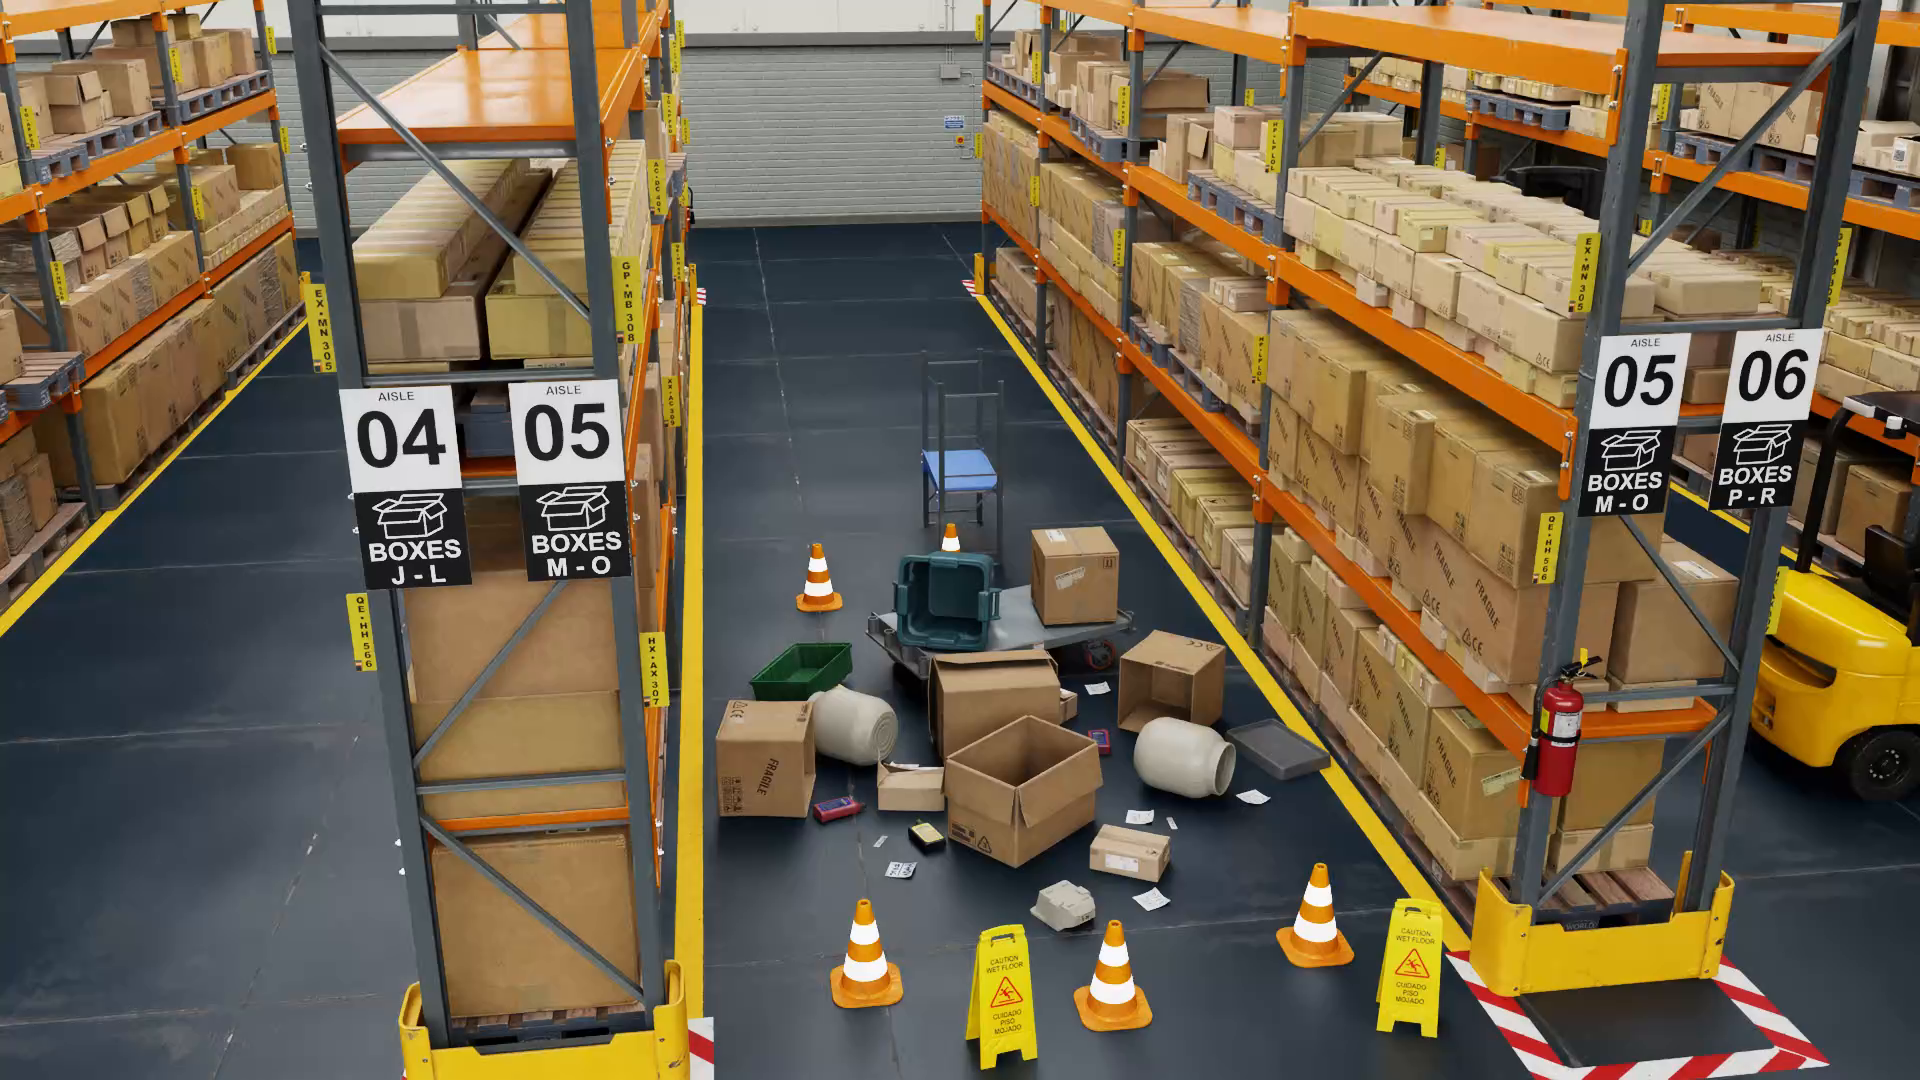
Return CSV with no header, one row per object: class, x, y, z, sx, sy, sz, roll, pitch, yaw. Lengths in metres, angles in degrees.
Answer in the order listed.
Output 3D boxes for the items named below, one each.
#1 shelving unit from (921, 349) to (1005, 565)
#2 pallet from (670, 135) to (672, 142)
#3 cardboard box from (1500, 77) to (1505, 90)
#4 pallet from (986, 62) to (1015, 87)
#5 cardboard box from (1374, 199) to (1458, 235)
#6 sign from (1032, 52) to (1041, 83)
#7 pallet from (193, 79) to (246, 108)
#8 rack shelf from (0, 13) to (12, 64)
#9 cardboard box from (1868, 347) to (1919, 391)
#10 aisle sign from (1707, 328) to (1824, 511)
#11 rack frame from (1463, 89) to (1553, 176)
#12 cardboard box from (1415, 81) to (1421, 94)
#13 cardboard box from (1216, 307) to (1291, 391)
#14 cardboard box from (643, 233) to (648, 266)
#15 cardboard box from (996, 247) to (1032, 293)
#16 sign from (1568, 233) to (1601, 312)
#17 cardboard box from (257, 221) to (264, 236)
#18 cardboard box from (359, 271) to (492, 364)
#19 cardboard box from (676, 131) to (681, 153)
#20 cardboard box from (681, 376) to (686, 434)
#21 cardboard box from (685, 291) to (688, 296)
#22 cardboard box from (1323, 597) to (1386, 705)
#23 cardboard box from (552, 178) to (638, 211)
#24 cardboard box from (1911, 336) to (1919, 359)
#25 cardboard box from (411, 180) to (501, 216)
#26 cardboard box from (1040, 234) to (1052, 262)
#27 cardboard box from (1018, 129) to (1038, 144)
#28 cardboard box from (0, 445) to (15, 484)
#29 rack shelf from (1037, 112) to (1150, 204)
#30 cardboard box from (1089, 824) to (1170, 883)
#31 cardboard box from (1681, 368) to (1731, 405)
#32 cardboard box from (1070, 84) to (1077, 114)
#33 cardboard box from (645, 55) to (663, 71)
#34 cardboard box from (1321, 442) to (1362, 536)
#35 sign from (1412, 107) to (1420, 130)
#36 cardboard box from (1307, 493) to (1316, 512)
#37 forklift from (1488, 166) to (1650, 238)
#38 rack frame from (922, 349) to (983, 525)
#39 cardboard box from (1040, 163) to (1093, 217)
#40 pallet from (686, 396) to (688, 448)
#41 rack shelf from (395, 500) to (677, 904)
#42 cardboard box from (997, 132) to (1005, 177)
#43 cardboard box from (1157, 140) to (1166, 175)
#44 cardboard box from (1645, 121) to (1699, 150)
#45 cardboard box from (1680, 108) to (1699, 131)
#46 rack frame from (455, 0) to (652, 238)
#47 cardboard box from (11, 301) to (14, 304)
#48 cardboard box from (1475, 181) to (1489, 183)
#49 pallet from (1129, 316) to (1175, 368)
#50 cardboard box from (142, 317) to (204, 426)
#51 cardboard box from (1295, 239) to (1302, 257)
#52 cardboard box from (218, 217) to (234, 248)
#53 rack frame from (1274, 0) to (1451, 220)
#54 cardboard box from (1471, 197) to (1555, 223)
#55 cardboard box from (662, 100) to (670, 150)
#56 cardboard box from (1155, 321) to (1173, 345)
shelving unit,0.012,-0.673,13.375,0.538,1.500,1.048,-3,21,-8
pallet,-3.371,-3.903,15.861,1.213,0.211,1.003,-3,21,-8
cardboard box,6.073,-4.934,17.968,0.380,0.149,0.250,-3,21,-7
pallet,0.917,-5.941,21.175,1.003,0.211,1.213,-3,21,-8
cardboard box,2.494,-1.766,9.090,0.380,0.149,0.250,-3,21,-9
sign,0.827,-5.105,17.957,0.100,0.325,0.005,-3,21,-8
pallet,-8.710,-5.018,18.704,1.003,0.211,1.213,-3,21,-8
rack shelf,-7.565,-3.158,10.909,1.077,0.370,4.000,-3,21,-8
cardboard box,7.117,-1.252,12.280,0.500,0.250,0.500,-3,21,-9
aisle sign,3.422,-0.506,7.068,0.394,0.787,0.004,-3,21,-8
rack frame,6.287,-3.700,19.337,1.000,3.000,0.127,-3,21,-8
cardboard box,5.798,-5.542,20.340,0.380,0.149,0.250,-3,21,-7
cardboard box,2.163,-1.382,11.961,0.500,0.500,0.500,-3,21,-7
cardboard box,-1.873,-1.550,8.908,0.380,0.149,0.250,-3,21,-8
cardboard box,0.994,-3.607,22.147,0.875,0.438,0.875,-4,21,-10
sign,2.554,-1.093,6.803,0.100,0.325,0.005,-3,21,-8
cardboard box,-8.443,-3.666,19.604,0.380,0.149,0.250,-3,21,-8
cardboard box,-2.125,-0.883,6.551,0.500,0.250,0.500,-3,21,-7
cardboard box,-3.536,-4.520,19.533,0.500,0.500,0.500,-4,21,-10
cardboard box,-2.856,-1.237,15.712,0.500,0.500,0.500,-3,21,-7
cardboard box,-3.562,-3.023,20.572,0.380,0.149,0.250,-3,21,-7
cardboard box,2.509,0.643,9.964,0.500,0.500,0.500,-2,21,-5
cardboard box,-1.767,-1.663,8.070,0.380,0.149,0.250,-3,21,-7
cardboard box,7.172,-1.388,12.076,0.380,0.149,0.250,-2,21,-6
cardboard box,-2.419,-1.629,7.980,0.380,0.149,0.250,-3,21,-8
cardboard box,1.178,-3.213,18.246,0.500,0.250,0.500,-3,21,-9
cardboard box,0.895,-4.804,19.793,0.380,0.149,0.250,-3,21,-9
cardboard box,-7.641,-0.537,12.738,0.500,0.250,0.500,-1,20,-2
rack shelf,1.664,-3.825,16.410,1.077,0.370,4.000,-3,21,-8
cardboard box,0.918,1.690,8.979,0.380,0.149,0.250,8,22,20
cardboard box,3.379,-0.713,7.409,0.380,0.149,0.250,-3,21,-8
cardboard box,1.293,-4.337,16.347,0.396,0.266,0.258,-1,21,-3
cardboard box,-3.310,-5.033,17.547,0.380,0.149,0.250,-3,21,-9
cardboard box,2.472,-0.352,9.802,0.500,0.500,0.500,-3,21,-8
sign,6.263,-5.797,22.843,0.100,0.325,0.005,-3,21,-8
cardboard box,2.414,-0.261,10.486,0.380,0.149,0.250,-3,21,-8
forklift,4.797,-1.417,13.320,1.130,2.935,3.031,-3,21,-8
rack frame,-0.061,-0.849,13.846,0.500,1.500,0.032,-3,21,-8
cardboard box,1.155,-3.797,18.024,0.500,0.500,0.500,-3,21,-7
pallet,-3.215,-1.165,16.534,1.003,0.211,1.213,-3,21,-8
rack shelf,-2.066,0.635,8.757,1.077,0.370,4.000,-3,21,-8
cardboard box,0.750,-4.812,20.741,0.500,0.500,0.500,-3,21,-8
cardboard box,1.867,-3.200,13.902,0.396,0.266,0.258,-3,21,-8
cardboard box,6.550,-3.816,15.573,0.500,0.250,0.500,-4,21,-10
cardboard box,6.614,-3.719,14.689,0.380,0.166,0.250,-3,21,-8
rack frame,-2.354,-3.205,9.435,1.000,3.000,0.127,-3,21,-8
cardboard box,-8.170,-1.769,14.023,0.500,0.500,0.500,-2,21,-6
cardboard box,6.136,-3.765,18.767,0.700,0.500,0.500,-2,21,-6
pallet,2.161,-1.733,14.342,1.213,0.211,1.003,-3,21,-8
cardboard box,-8.189,-1.620,16.204,1.225,0.875,0.875,-4,21,-10
cardboard box,2.330,-1.845,10.441,0.380,0.149,0.250,-3,21,-9
cardboard box,-8.306,-3.366,18.231,0.500,0.250,0.500,-3,21,-8
rack frame,2.529,-3.489,10.197,1.000,3.000,0.127,-3,21,-8
cardboard box,3.045,-1.795,9.168,0.380,0.149,0.250,-3,21,-7
cardboard box,-2.829,-3.615,14.678,0.500,0.500,0.500,-3,21,-8
cardboard box,1.836,-1.728,13.815,0.380,0.149,0.250,-3,21,-7
